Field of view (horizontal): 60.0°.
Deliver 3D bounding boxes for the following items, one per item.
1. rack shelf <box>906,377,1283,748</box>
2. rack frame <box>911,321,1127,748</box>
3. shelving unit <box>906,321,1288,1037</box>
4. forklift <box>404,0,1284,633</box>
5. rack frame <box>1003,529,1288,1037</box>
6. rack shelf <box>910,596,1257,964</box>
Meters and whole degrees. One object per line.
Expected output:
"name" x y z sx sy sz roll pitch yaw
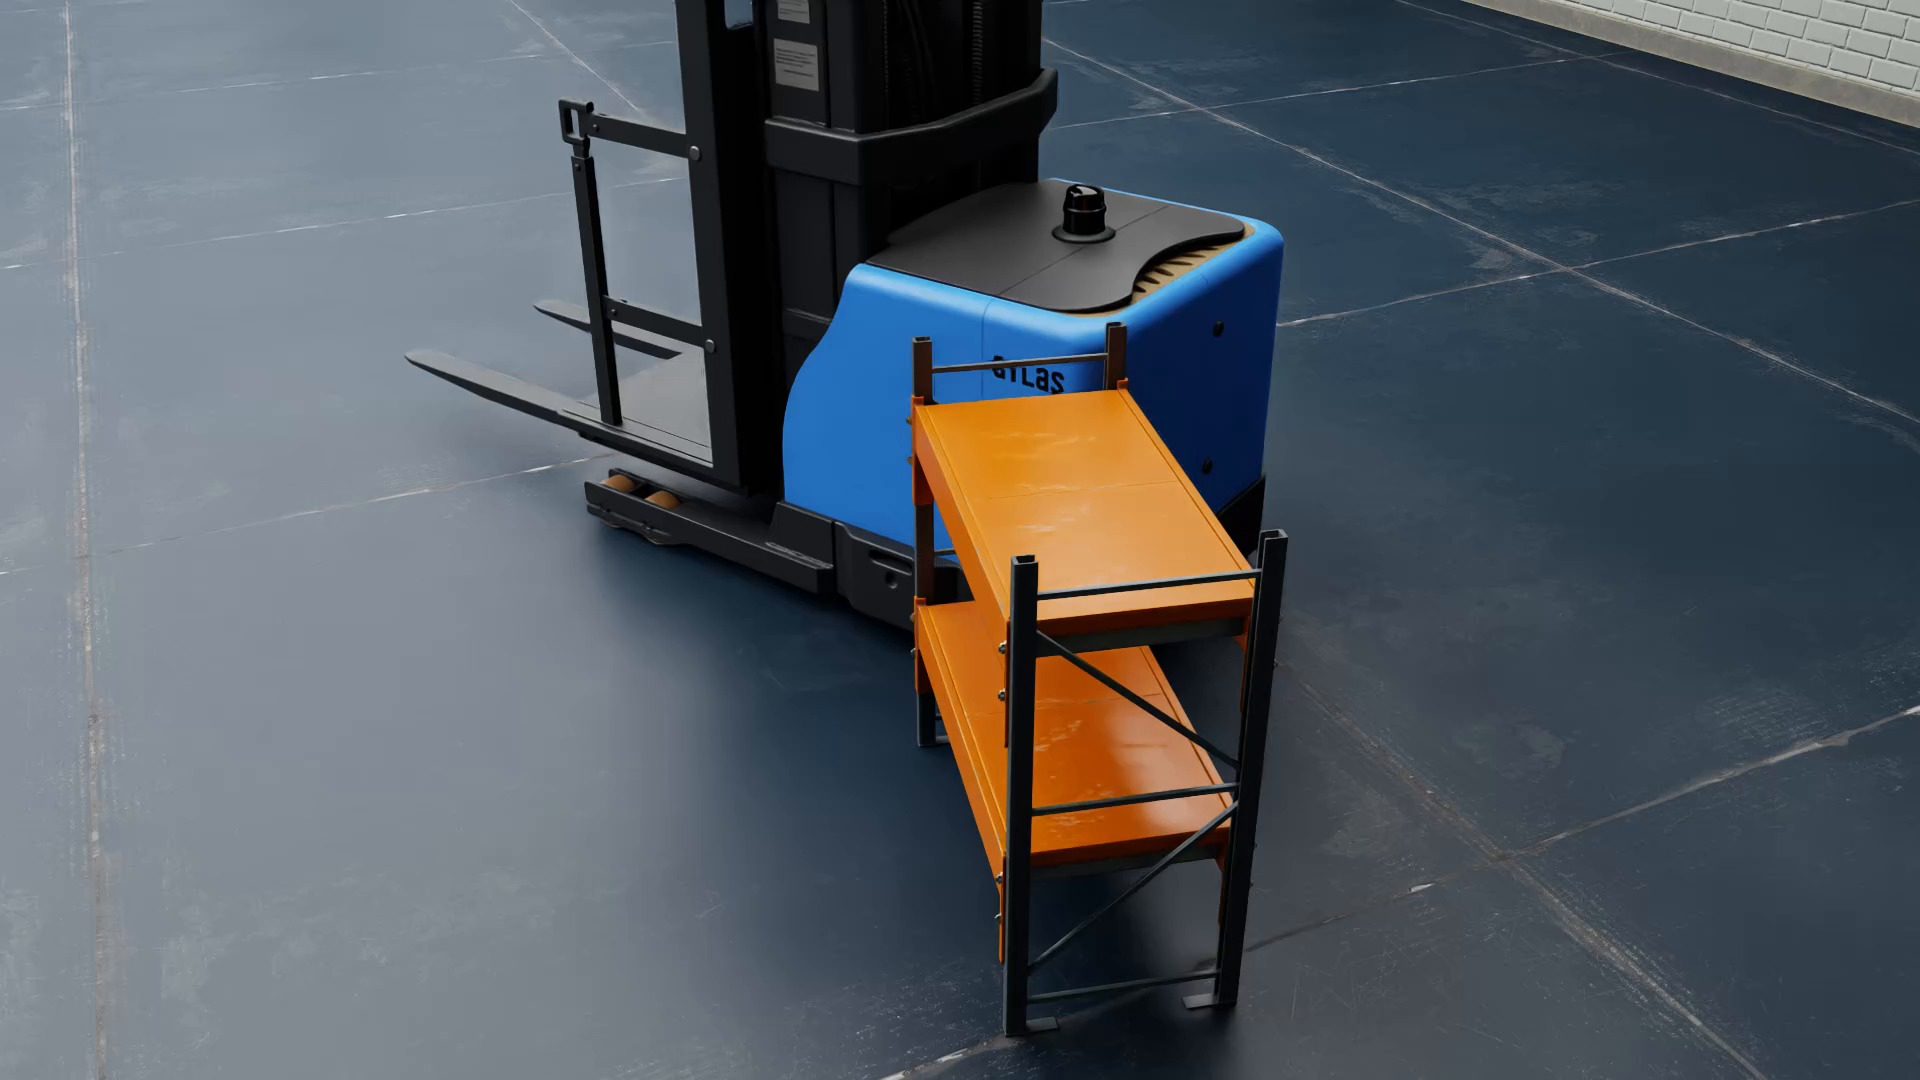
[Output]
"rack shelf" 0.237 0.003 3.496 0.538 0.278 1.000 -6 30 -10
"rack frame" 0.137 0.014 4.074 0.500 1.125 0.032 -6 30 -10
"shelving unit" 0.237 0.258 3.639 0.538 1.125 1.048 -6 30 -10
"forklift" -0.578 -1.451 4.841 3.031 2.935 1.130 19 35 30
"rack frame" 0.336 0.502 3.205 0.500 1.125 0.032 -6 30 -10
"rack shelf" 0.237 0.472 3.759 0.538 0.278 1.000 -6 30 -10
